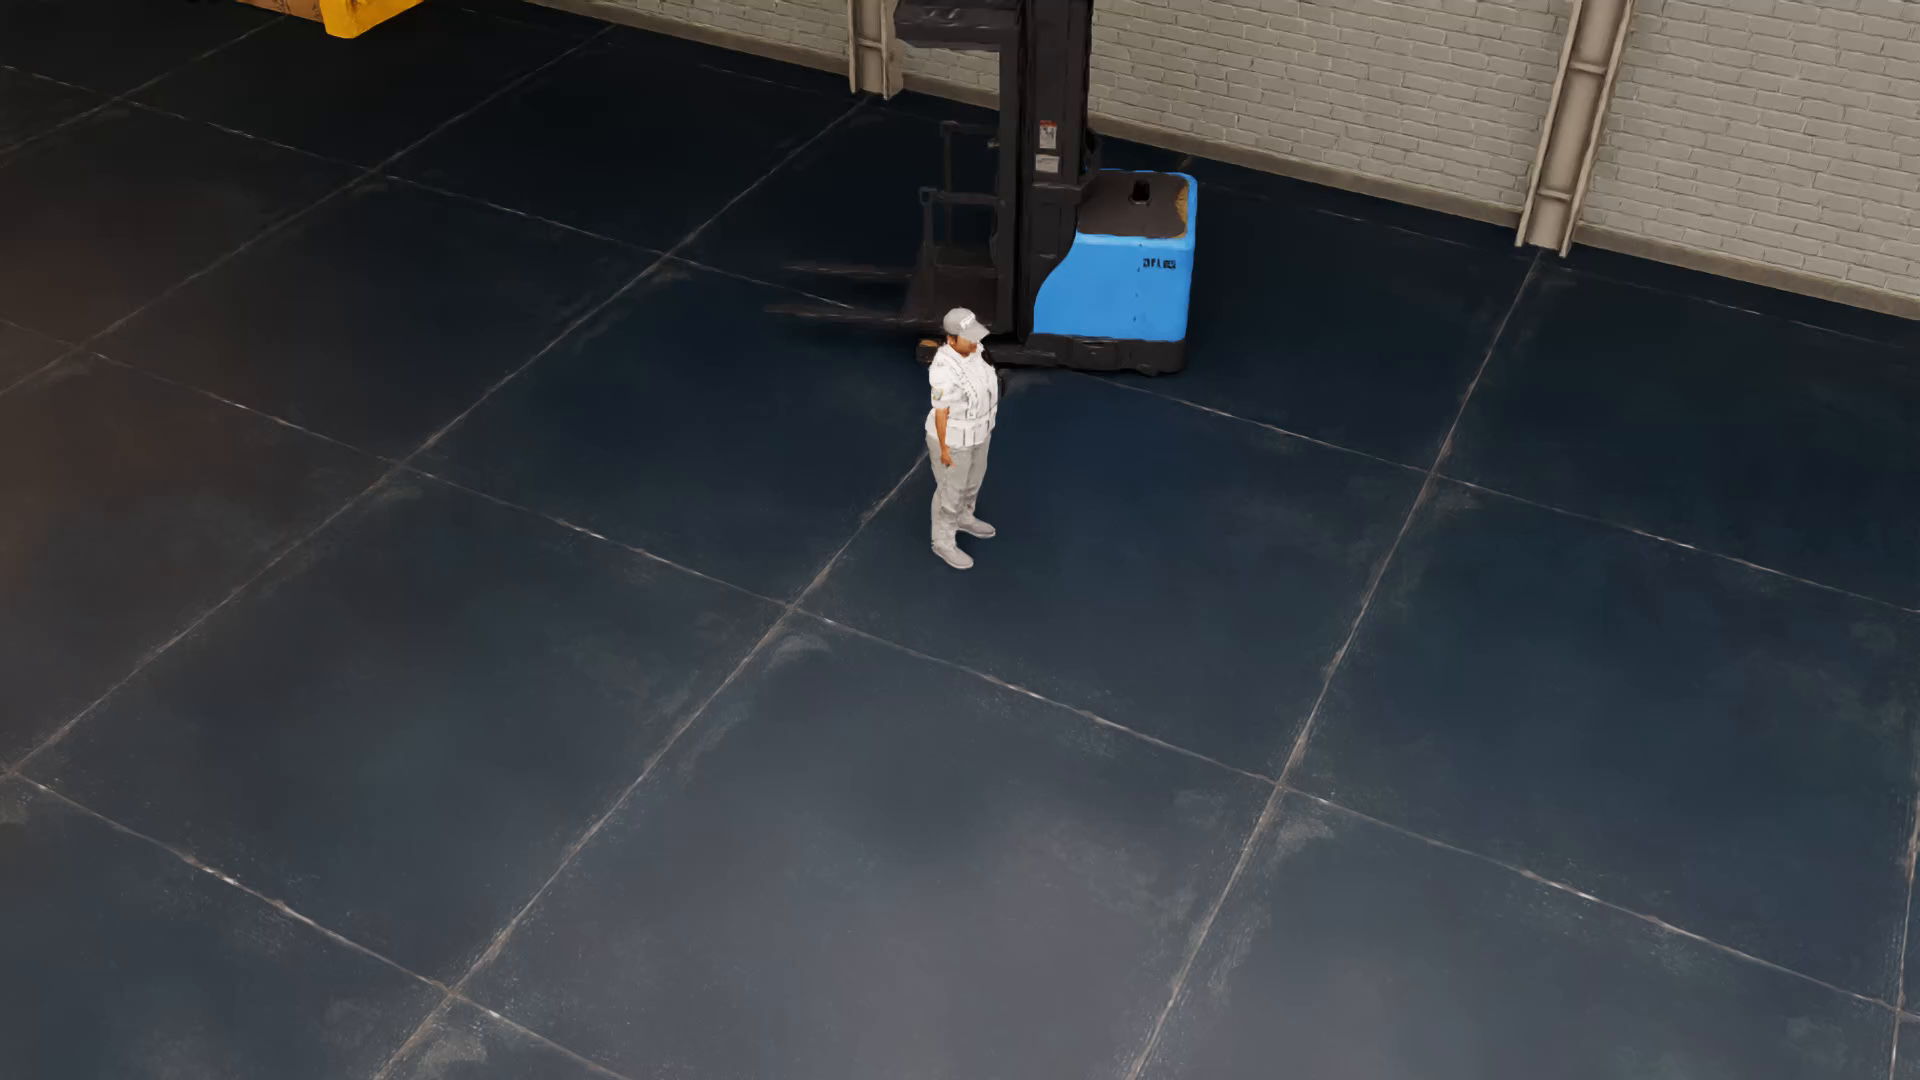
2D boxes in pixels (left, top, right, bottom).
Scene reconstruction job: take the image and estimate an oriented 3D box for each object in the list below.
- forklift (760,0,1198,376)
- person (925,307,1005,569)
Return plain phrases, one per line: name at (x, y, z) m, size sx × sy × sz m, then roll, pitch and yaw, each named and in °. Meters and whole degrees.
forklift at (0.118, -2.684, 11.174) m, size 3.031 × 2.935 × 1.130 m, roll 5°, pitch 40°, yaw 6°
person at (0.012, -0.626, 9.717) m, size 0.390 × 1.669 × 0.482 m, roll 18°, pitch 43°, yaw 21°
